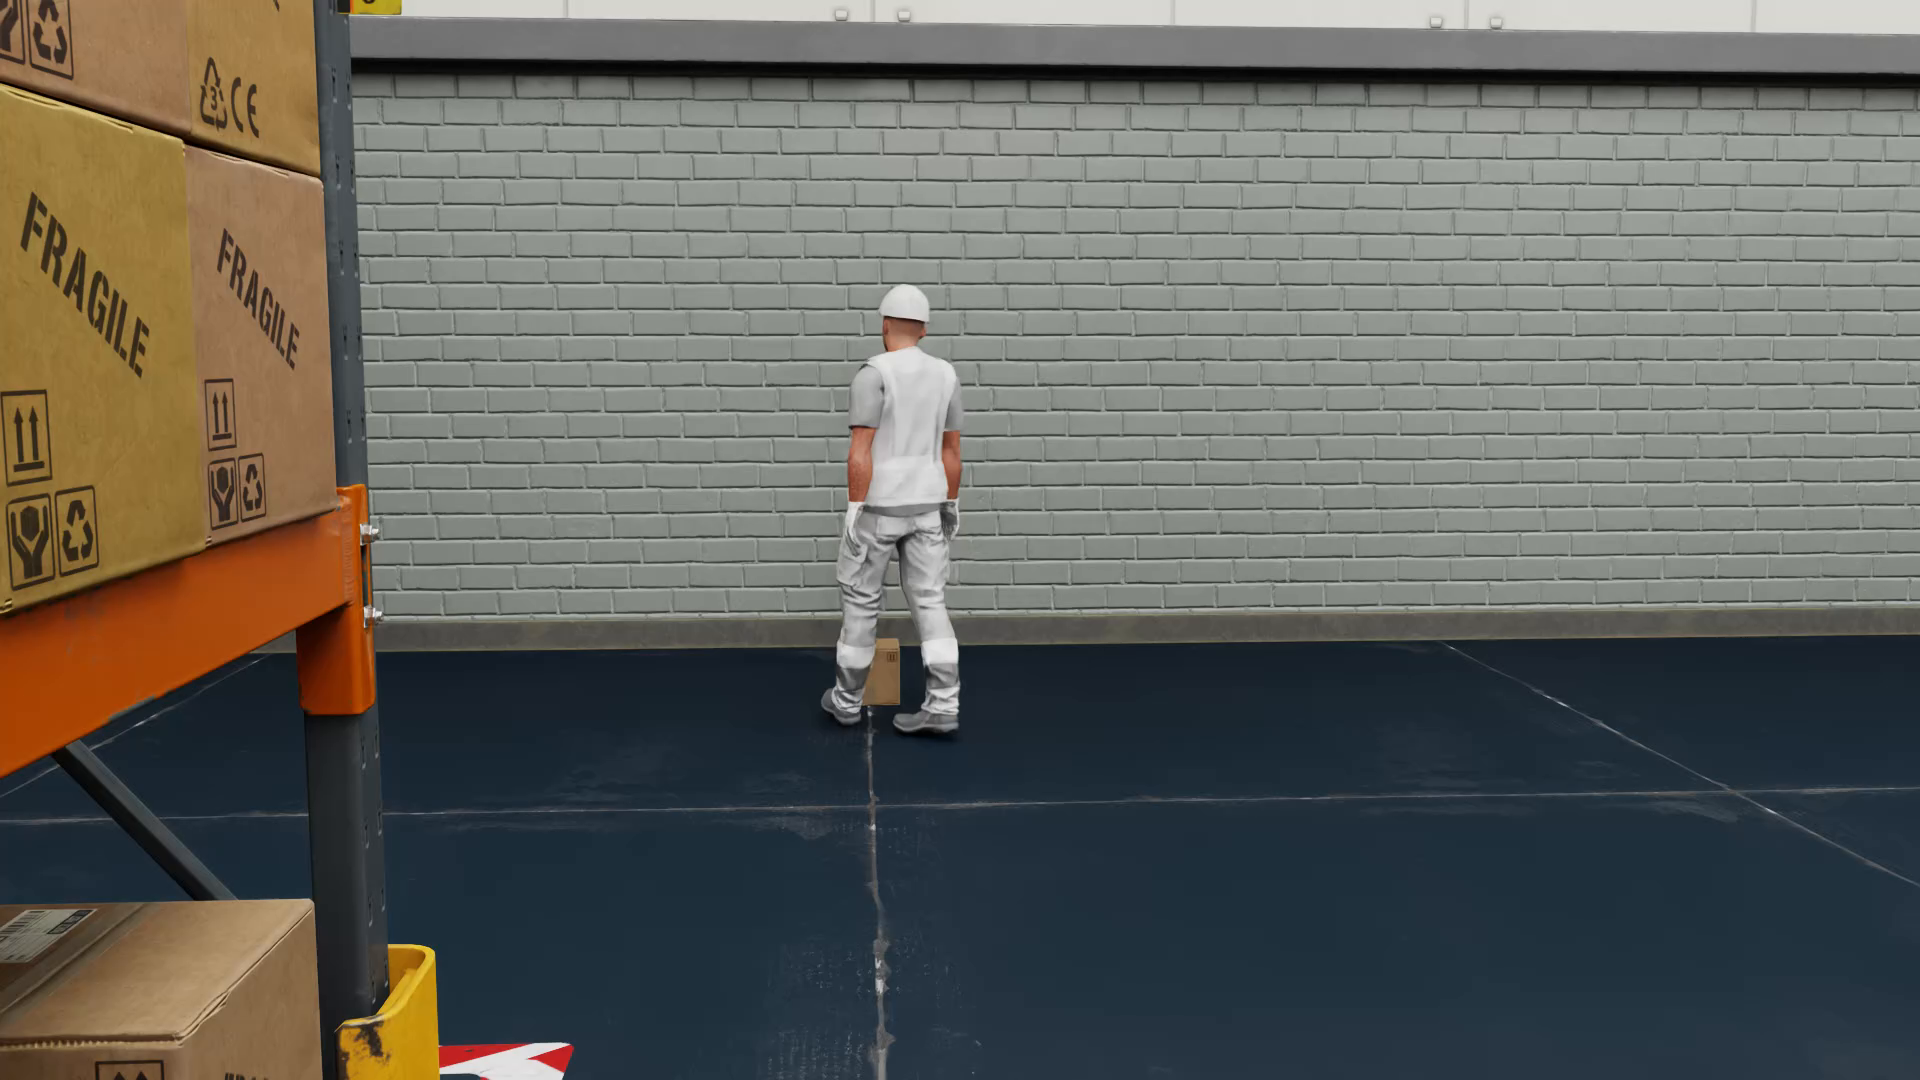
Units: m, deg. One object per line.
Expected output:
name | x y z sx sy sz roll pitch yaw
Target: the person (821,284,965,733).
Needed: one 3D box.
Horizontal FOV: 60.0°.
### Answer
person | -0.285 -0.129 6.702 0.568 1.783 0.708 -4 8 -33
